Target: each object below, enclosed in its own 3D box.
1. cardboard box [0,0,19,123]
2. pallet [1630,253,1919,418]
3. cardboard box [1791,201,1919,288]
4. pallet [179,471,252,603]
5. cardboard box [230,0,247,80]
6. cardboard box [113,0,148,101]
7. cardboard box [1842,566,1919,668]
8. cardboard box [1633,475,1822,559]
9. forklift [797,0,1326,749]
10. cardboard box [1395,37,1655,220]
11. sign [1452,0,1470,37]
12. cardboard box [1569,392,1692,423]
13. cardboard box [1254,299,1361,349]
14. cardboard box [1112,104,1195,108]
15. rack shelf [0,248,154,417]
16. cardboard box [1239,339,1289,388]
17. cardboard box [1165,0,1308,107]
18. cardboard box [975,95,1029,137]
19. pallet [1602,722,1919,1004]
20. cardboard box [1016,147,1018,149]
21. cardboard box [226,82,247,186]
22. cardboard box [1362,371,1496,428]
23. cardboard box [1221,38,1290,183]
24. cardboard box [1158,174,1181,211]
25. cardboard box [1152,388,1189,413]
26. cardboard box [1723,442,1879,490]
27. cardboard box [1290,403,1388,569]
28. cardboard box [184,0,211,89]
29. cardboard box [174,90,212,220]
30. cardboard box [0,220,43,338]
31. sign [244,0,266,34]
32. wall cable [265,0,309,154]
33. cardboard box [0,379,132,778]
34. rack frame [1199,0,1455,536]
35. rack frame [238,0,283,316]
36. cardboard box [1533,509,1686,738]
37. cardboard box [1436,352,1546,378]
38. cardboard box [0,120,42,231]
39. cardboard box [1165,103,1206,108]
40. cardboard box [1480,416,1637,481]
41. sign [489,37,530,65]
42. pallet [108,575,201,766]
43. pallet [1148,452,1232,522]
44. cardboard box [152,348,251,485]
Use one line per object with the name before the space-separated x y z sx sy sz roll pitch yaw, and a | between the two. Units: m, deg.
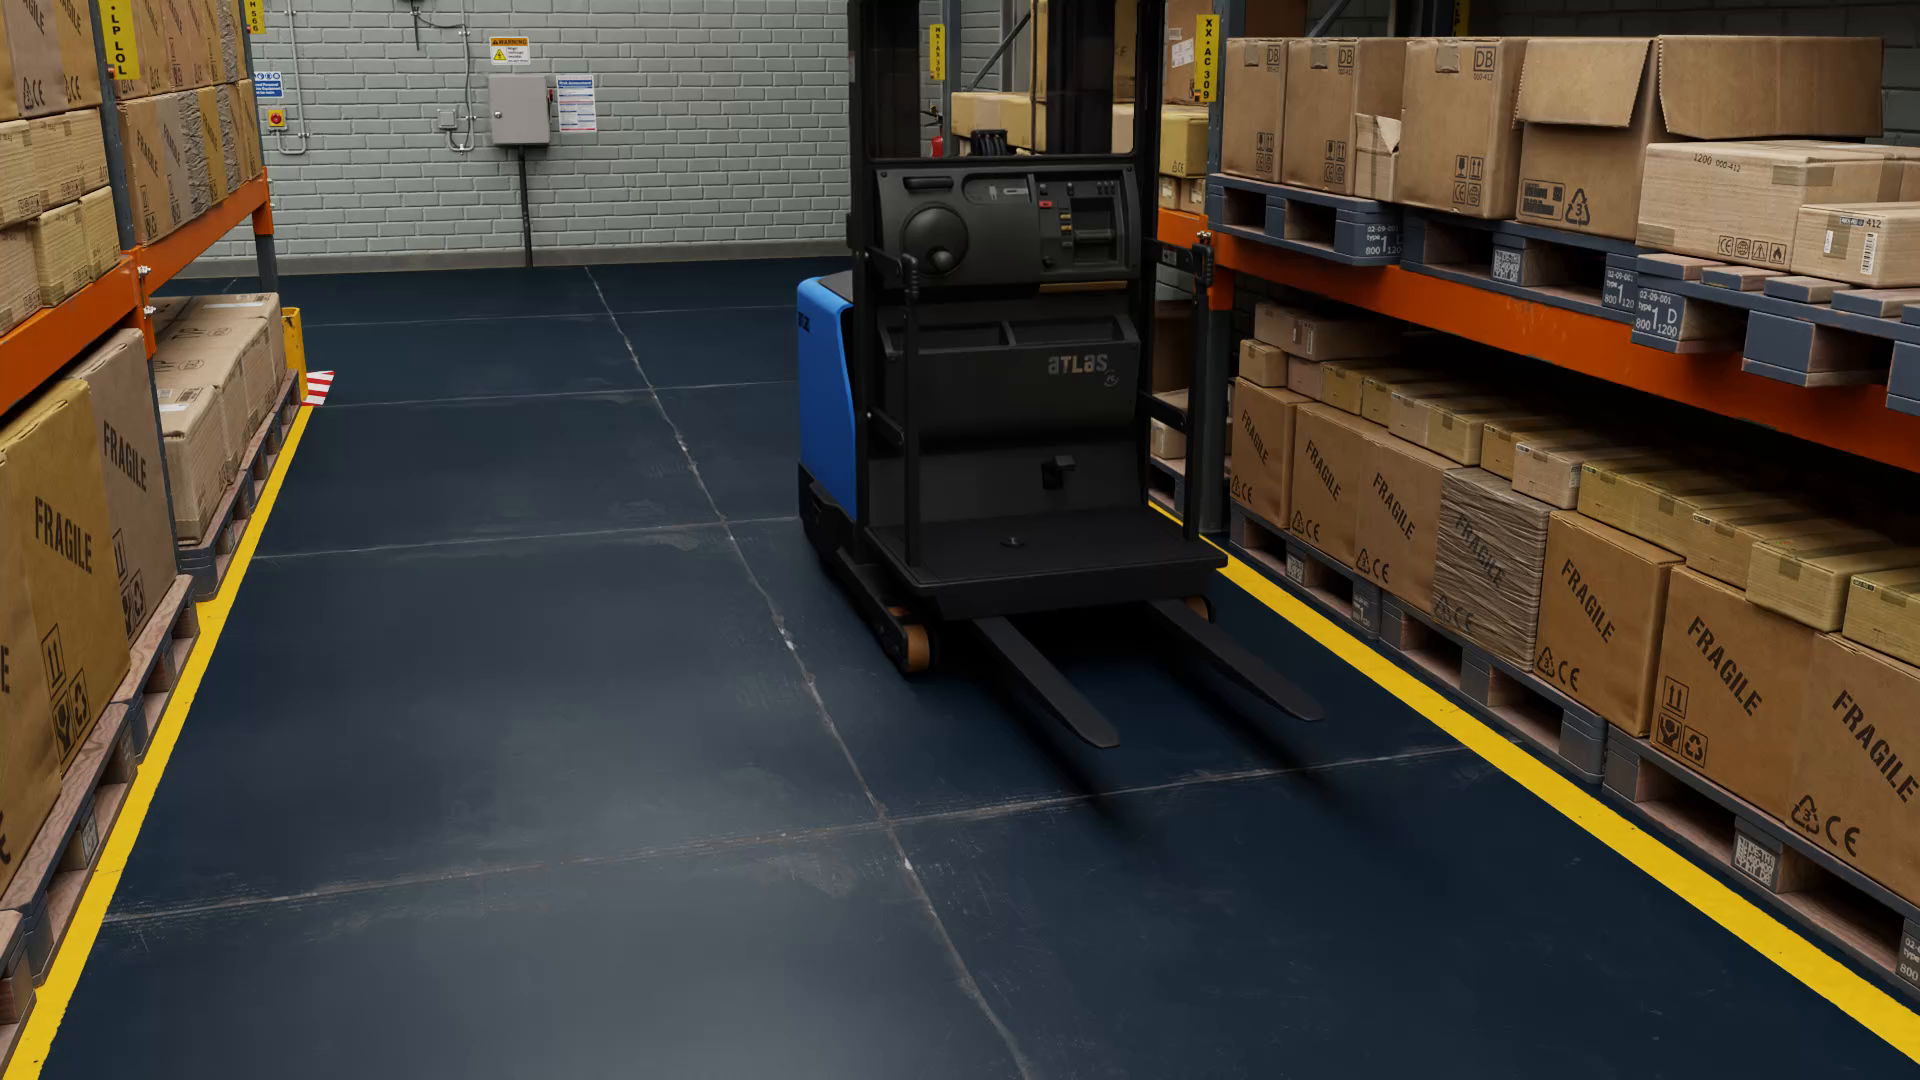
cardboard box | -2.651 -1.257 4.010 0.500 0.500 0.500 -4 17 -14
pallet | 2.332 -0.495 3.719 1.213 0.211 1.003 -5 17 -15
cardboard box | 2.036 -0.637 3.566 0.380 0.149 0.250 -4 17 -14
pallet | -3.419 0.001 6.582 1.003 0.211 1.213 -5 17 -15
cardboard box | -4.023 -2.637 8.604 0.500 0.500 0.500 -4 17 -13
cardboard box | -3.183 -1.796 5.804 0.500 0.500 0.500 -5 17 -15
cardboard box | 2.206 0.164 3.680 0.380 0.149 0.250 -6 18 -18
cardboard box | 2.043 -0.062 4.433 0.380 0.149 0.250 -4 17 -14
forklift | 0.239 -1.091 5.488 1.130 2.935 3.031 -5 17 -16
cardboard box | 1.762 -1.249 4.991 0.700 0.500 0.500 -5 17 -16
sign | 2.019 -2.111 6.752 0.100 0.325 0.005 -5 17 -15
cardboard box | 2.261 -0.392 5.532 0.380 0.149 0.250 -4 17 -14
cardboard box | 1.387 -0.853 6.548 0.380 0.149 0.250 -5 17 -16
cardboard box | 0.835 -1.980 8.073 0.500 0.250 0.500 -5 17 -16
rack shelf | -2.736 -0.220 3.721 1.077 0.370 4.000 -5 17 -15
cardboard box | 1.329 -0.706 6.575 0.380 0.149 0.250 -4 17 -13
cardboard box | 1.333 -2.374 8.082 0.500 0.500 0.500 -5 17 -17
cardboard box | 0.391 -2.402 9.479 0.500 0.250 0.500 -5 17 -15
pallet | 2.417 0.721 4.185 1.003 0.211 1.213 -5 17 -15
cardboard box | 0.522 -2.100 9.167 0.380 0.149 0.250 -4 17 -14
cardboard box | -3.874 -2.020 8.288 0.500 0.500 0.500 -5 17 -16
cardboard box | 1.649 -0.490 5.858 0.380 0.149 0.250 -5 17 -16
cardboard box | 1.404 -1.609 6.190 0.700 0.500 0.500 -4 17 -14
cardboard box | 1.063 -1.530 7.267 0.380 0.149 0.250 -4 17 -14
cardboard box | 0.953 -0.633 7.867 0.396 0.266 0.258 -4 17 -13
cardboard box | 2.445 -0.177 4.816 0.380 0.149 0.250 -5 17 -16
cardboard box | 1.559 -0.217 6.076 0.500 0.500 0.500 -5 17 -16
cardboard box | -3.582 -2.218 7.210 0.500 0.500 0.500 -5 17 -16
cardboard box | -3.427 -1.594 6.870 0.500 0.500 0.500 -5 17 -15
cardboard box | -2.661 -0.660 4.196 0.500 0.250 0.500 -5 17 -17
sign | -3.859 -2.931 9.072 0.100 0.325 0.005 -5 17 -15
wall cable | -5.957 -4.284 14.179 0.585 1.953 0.123 -5 17 -15
cardboard box | -2.782 0.113 4.325 0.875 0.875 0.875 -4 17 -14
rack frame | 1.486 -1.511 6.770 1.000 3.000 0.127 -5 17 -15
rack frame | -4.385 -2.224 9.143 1.000 3.000 0.127 -5 17 -15
cardboard box | 1.989 0.207 4.663 0.500 0.500 0.500 -4 17 -13
cardboard box | 2.017 -0.608 6.250 0.380 0.149 0.250 -5 17 -15
cardboard box | -2.638 -0.902 4.134 0.500 0.250 0.500 -4 17 -14
cardboard box | 1.325 -2.021 8.211 0.500 0.250 0.500 -4 17 -14
cardboard box | 1.850 -0.277 5.148 0.380 0.149 0.250 -5 17 -15
sign | -4.007 -4.356 14.805 0.339 0.242 0.001 -5 17 -15
pallet | -3.001 0.425 5.170 1.003 0.211 1.213 -5 17 -15
pallet | 1.298 -0.366 7.803 1.003 0.211 1.213 -5 17 -15
cardboard box | -3.601 -0.522 7.199 0.875 0.438 0.875 -5 17 -17
